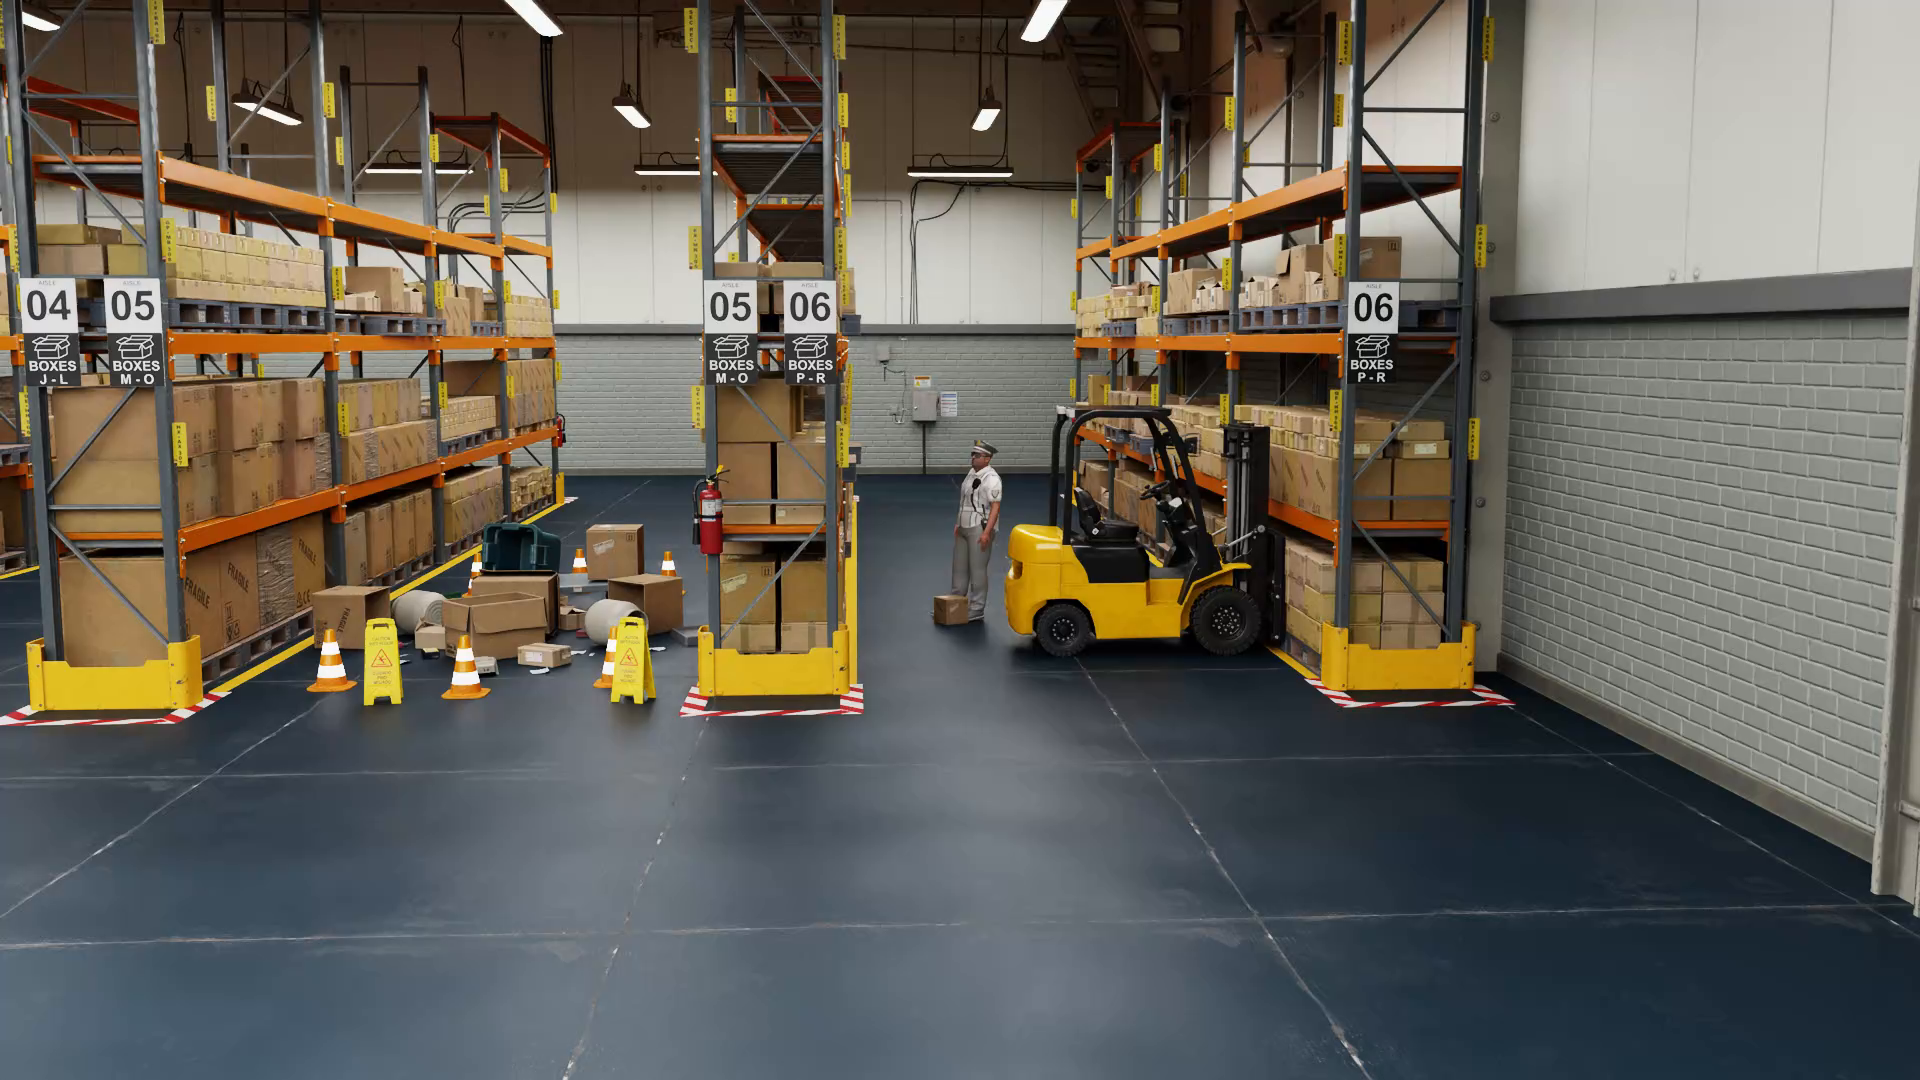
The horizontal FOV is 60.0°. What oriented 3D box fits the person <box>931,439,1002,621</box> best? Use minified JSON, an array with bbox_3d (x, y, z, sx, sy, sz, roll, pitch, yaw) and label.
[{"bbox_3d":[0.085,-0.100,16.350,0.575,1.781,0.640,-4,8,-28],"label":"person"}]
